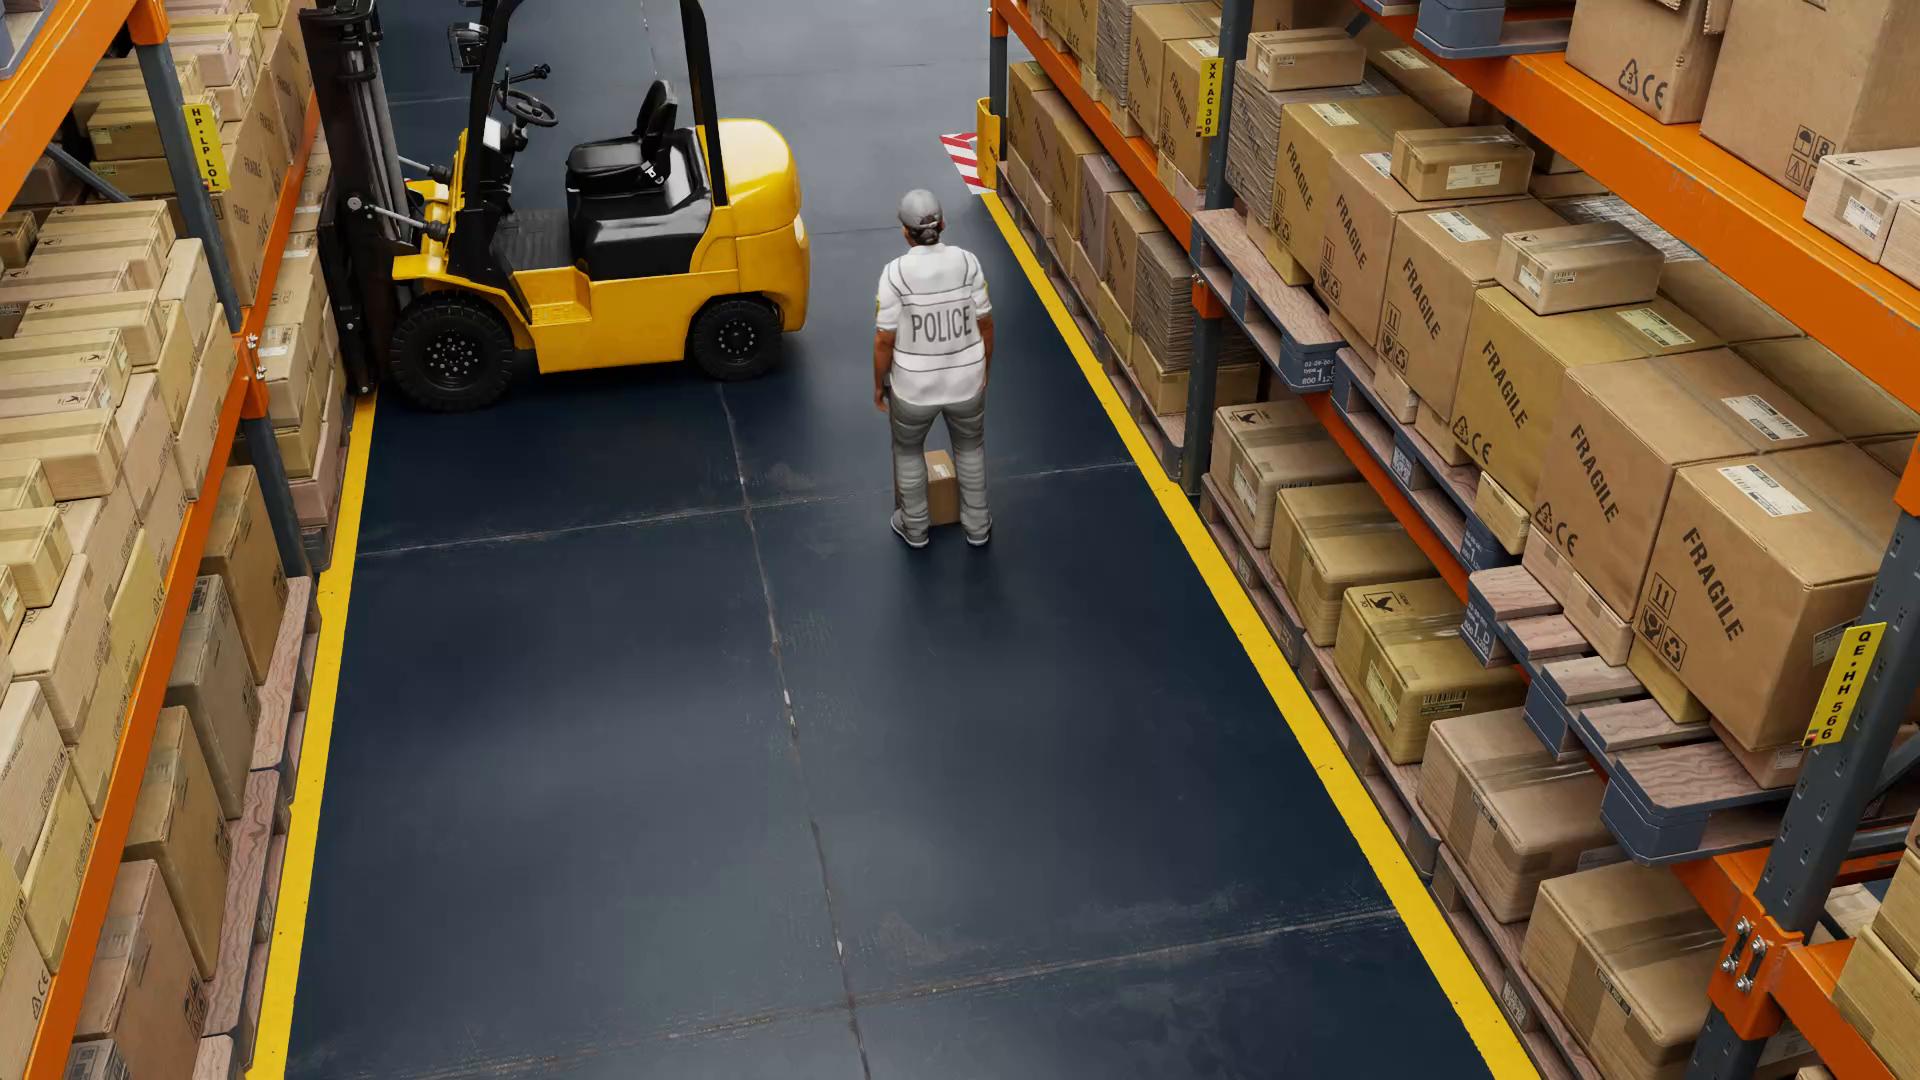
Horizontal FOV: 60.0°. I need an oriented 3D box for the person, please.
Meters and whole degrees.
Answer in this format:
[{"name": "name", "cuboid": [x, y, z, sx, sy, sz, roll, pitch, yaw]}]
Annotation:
[{"name": "person", "cuboid": [-0.105, -0.697, 7.150, 0.561, 1.665, 0.470, -9, 36, -13]}]
